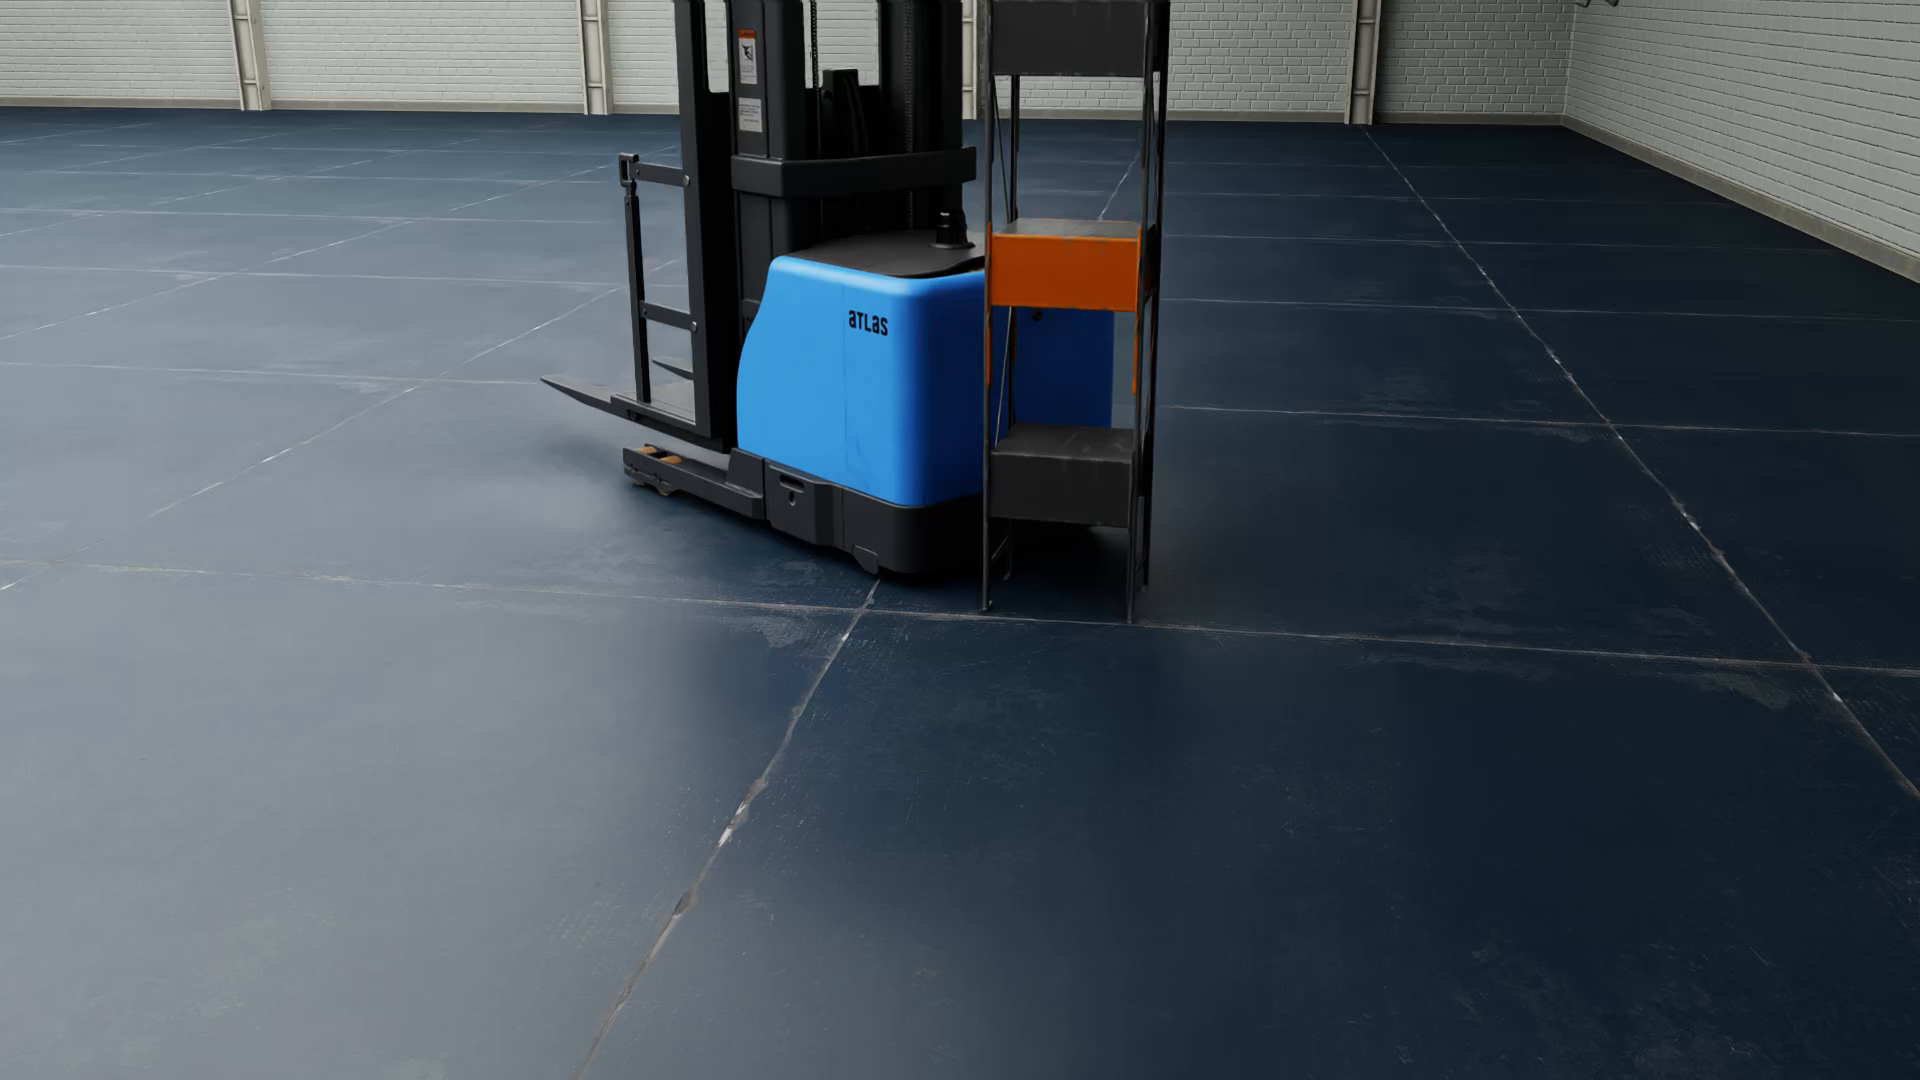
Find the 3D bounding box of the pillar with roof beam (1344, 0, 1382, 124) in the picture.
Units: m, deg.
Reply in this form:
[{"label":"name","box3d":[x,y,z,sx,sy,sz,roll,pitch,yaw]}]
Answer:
[{"label":"pillar with roof beam","box3d":[5.328,-9.211,19.649,0.400,9.000,9.100,3,19,9]}]

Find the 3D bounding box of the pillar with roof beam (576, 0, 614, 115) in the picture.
[{"label":"pillar with roof beam","box3d":[-6.520,-9.814,21.454,0.400,9.000,9.100,3,19,9]}]

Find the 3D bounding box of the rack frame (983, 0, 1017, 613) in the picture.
[{"label":"rack frame","box3d":[0.132,-0.813,5.425,0.015,2.100,0.400,5,19,13]}]

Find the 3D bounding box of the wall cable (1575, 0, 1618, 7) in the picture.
[{"label":"wall cable","box3d":[8.710,-8.524,22.491,0.112,2.526,3.097,3,19,9]}]

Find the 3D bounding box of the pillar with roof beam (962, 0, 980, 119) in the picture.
[{"label":"pillar with roof beam","box3d":[-0.596,-9.513,20.551,0.400,9.000,9.100,3,19,9]}]

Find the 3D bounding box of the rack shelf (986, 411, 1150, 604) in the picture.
[{"label":"rack shelf","box3d":[0.368,-0.118,5.595,0.480,0.518,0.431,5,19,13]}]

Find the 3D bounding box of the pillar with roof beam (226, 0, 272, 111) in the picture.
[{"label":"pillar with roof beam","box3d":[-12.444,-10.116,22.356,0.400,9.000,9.100,3,19,9]}]

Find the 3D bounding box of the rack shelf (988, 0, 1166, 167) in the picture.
[{"label":"rack shelf","box3d":[0.368,-1.446,5.151,0.480,0.518,0.431,5,19,13]}]

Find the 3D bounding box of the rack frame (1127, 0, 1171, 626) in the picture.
[{"label":"rack frame","box3d":[0.605,-0.776,5.313,0.015,2.100,0.400,5,19,13]}]

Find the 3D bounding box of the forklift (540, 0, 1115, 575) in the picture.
[{"label":"forklift","box3d":[-0.761,-1.662,6.652,1.130,2.935,3.031,-15,24,-38]}]

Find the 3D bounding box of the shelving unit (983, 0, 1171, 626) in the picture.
[{"label":"shelving unit","box3d":[0.368,-0.795,5.369,0.503,2.100,0.431,5,19,13]}]

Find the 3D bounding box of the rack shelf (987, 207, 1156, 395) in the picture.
[{"label":"rack shelf","box3d":[0.368,-0.782,5.373,0.480,0.518,0.431,5,19,13]}]
